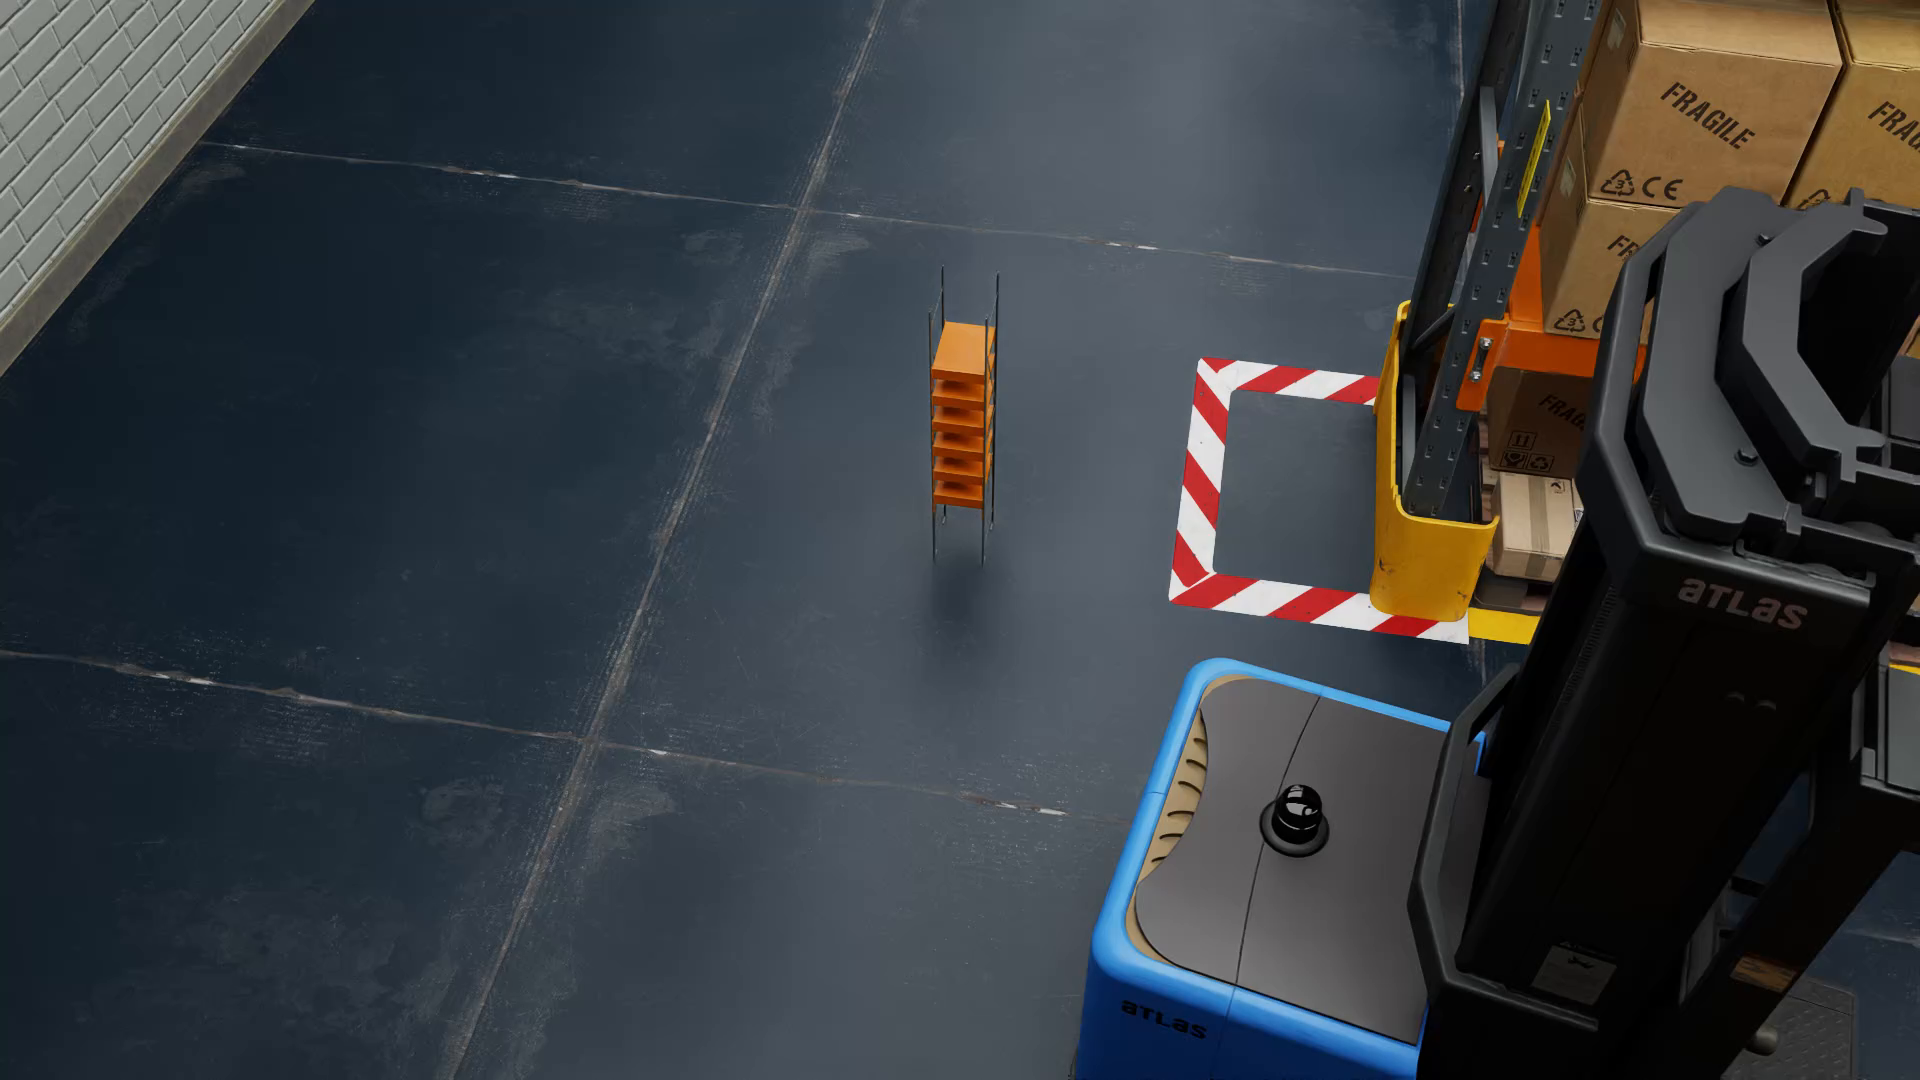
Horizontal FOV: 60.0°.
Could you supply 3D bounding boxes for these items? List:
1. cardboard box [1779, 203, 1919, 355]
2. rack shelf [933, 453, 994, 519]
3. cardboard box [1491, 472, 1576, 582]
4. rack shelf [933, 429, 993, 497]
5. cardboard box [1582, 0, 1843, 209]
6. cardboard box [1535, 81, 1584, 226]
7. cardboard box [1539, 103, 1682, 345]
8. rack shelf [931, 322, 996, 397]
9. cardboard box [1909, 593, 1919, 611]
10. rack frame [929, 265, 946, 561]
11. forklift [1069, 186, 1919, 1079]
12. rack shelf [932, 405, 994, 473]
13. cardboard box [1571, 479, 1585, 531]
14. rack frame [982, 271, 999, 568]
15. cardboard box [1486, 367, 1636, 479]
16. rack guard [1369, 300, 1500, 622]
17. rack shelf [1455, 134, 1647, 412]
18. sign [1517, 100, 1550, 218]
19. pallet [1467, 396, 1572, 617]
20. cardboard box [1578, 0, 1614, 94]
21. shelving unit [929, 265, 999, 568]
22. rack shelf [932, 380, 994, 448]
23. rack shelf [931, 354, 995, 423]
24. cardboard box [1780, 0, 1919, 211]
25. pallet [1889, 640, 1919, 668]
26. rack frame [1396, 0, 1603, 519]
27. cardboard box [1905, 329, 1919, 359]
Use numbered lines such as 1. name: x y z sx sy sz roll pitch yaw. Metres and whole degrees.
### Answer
1. cardboard box: 2.579 -0.877 4.954 0.500 0.500 0.500 7 48 6
2. rack shelf: 0.014 -0.209 6.014 0.180 0.103 0.258 8 49 7
3. cardboard box: 2.032 -0.047 5.896 0.250 0.149 0.380 8 49 7
4. rack shelf: 0.014 -0.289 5.924 0.180 0.103 0.258 8 49 7
5. cardboard box: 2.070 -1.275 4.640 0.500 0.500 0.500 9 49 8
6. cardboard box: 2.170 -1.333 5.364 0.500 0.500 0.500 9 49 8
7. cardboard box: 2.070 -0.941 5.012 0.500 0.500 0.500 9 49 8
8. rack shelf: 0.014 -0.610 5.567 0.180 0.103 0.258 8 49 7
9. cardboard box: 3.149 0.024 5.764 0.500 0.250 0.500 8 49 7
10. rack frame: -0.076 -0.411 5.813 0.006 1.200 0.240 8 49 7
11. forklift: 1.871 0.767 3.590 3.031 2.935 1.130 16 50 14
12. rack shelf: 0.014 -0.369 5.835 0.180 0.103 0.258 8 49 7
13. cardboard box: 2.278 -0.019 5.860 0.250 0.166 0.380 8 49 7
14. rack frame: 0.104 -0.387 5.791 0.006 1.200 0.240 8 49 7
15. cardboard box: 2.260 -0.579 6.139 0.500 0.500 0.500 8 49 7
16. rack guard: 1.755 -0.314 6.196 0.348 0.500 1.175 8 49 7
17. rack shelf: 3.649 -0.654 5.305 4.000 0.370 1.077 8 49 7
18. sign: 1.584 -1.052 4.596 0.005 0.325 0.100 8 49 7
19. pallet: 2.540 -0.112 6.209 1.213 0.211 1.003 8 49 7
20. cardboard box: 2.168 -1.669 4.994 0.500 0.500 0.500 7 48 6
21. shelving unit: 0.014 -0.399 5.802 0.189 1.200 0.258 8 49 7
22. rack shelf: 0.014 -0.450 5.746 0.180 0.103 0.258 8 49 7
23. rack shelf: 0.014 -0.530 5.657 0.180 0.103 0.258 8 49 7
24. cardboard box: 2.586 -1.212 4.583 0.500 0.500 0.500 8 49 7
25. pallet: 3.737 0.051 6.063 1.213 0.211 1.003 8 49 7
26. rack frame: 1.681 -1.159 5.275 0.127 3.000 1.000 8 49 7
27. cardboard box: 3.072 -0.808 4.892 0.500 0.500 0.500 8 49 7
